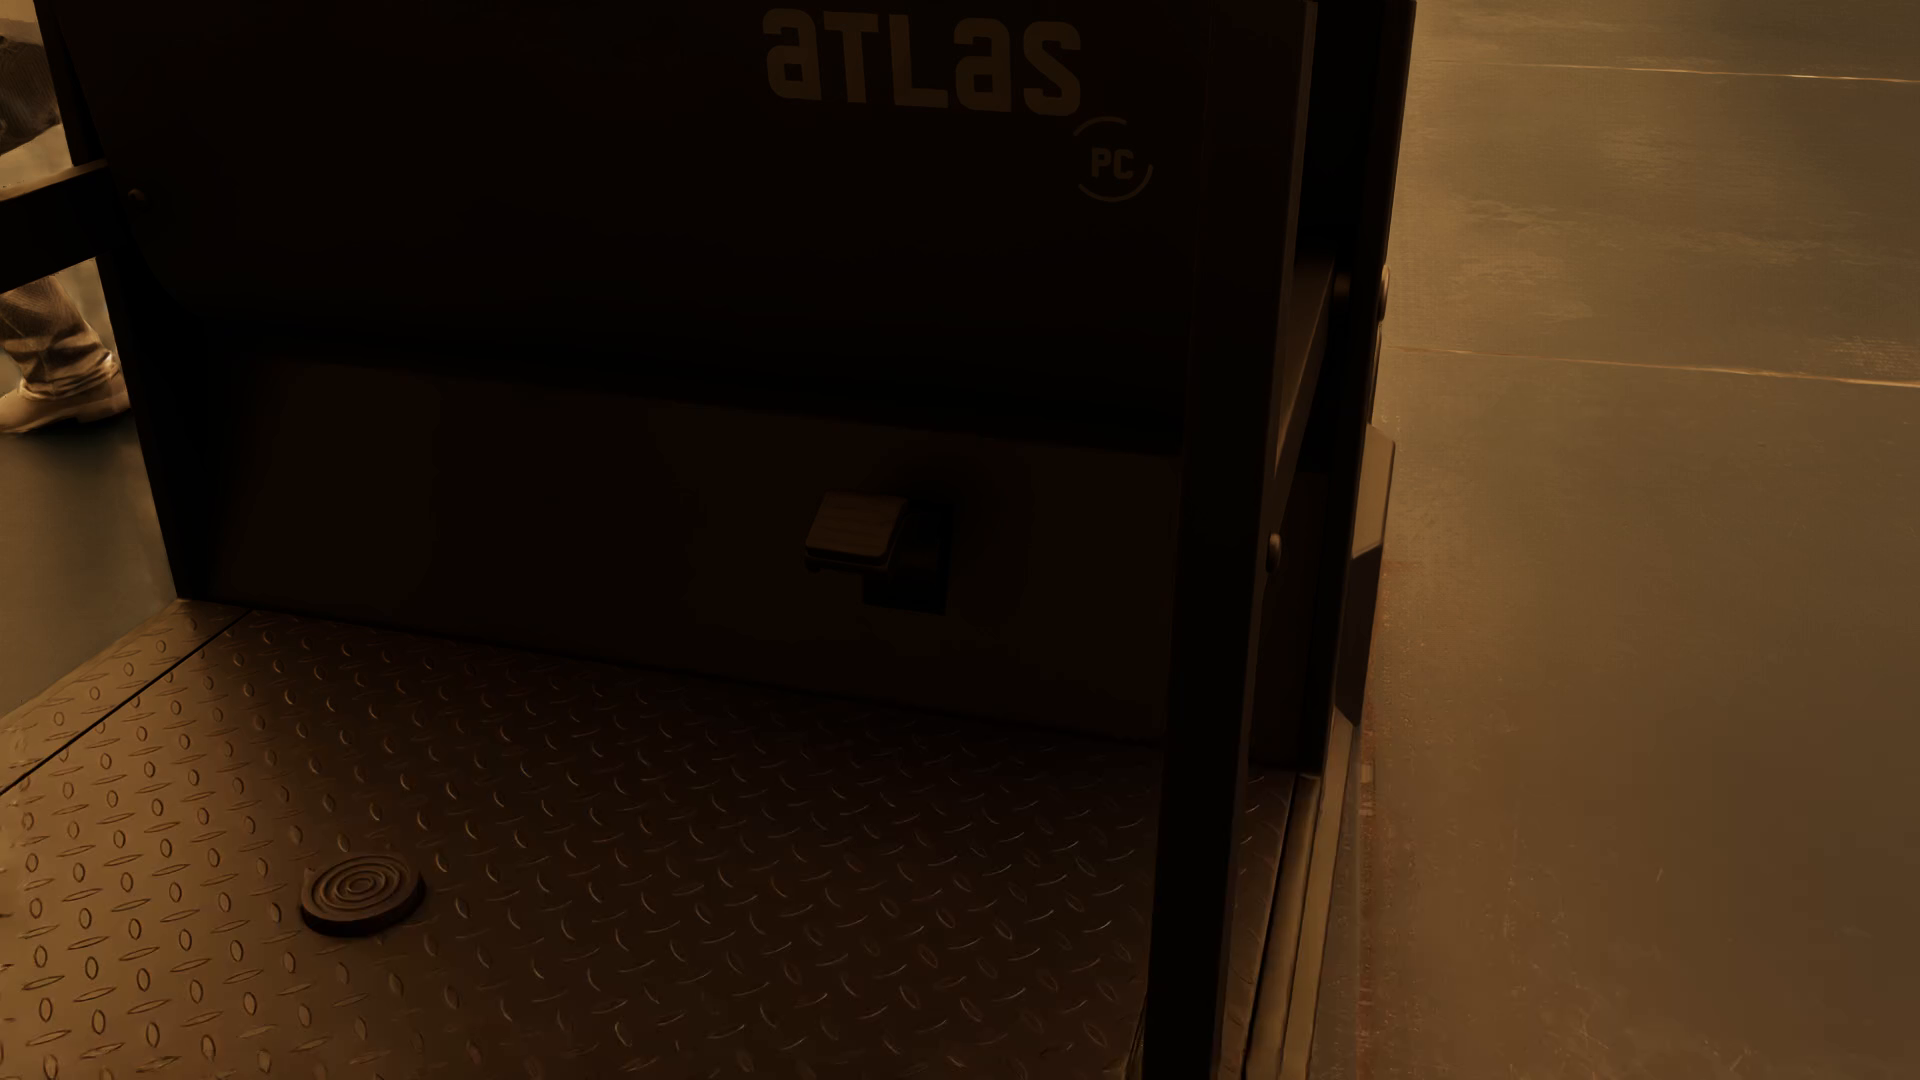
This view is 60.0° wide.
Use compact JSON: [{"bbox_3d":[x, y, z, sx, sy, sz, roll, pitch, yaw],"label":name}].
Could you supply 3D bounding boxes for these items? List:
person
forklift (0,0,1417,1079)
[{"bbox_3d":[-1.384,-0.839,2.512,0.935,1.549,0.670,0,27,-1],"label":"person"},{"bbox_3d":[-0.286,-0.778,0.789,1.130,2.935,3.031,7,28,14],"label":"forklift"}]
